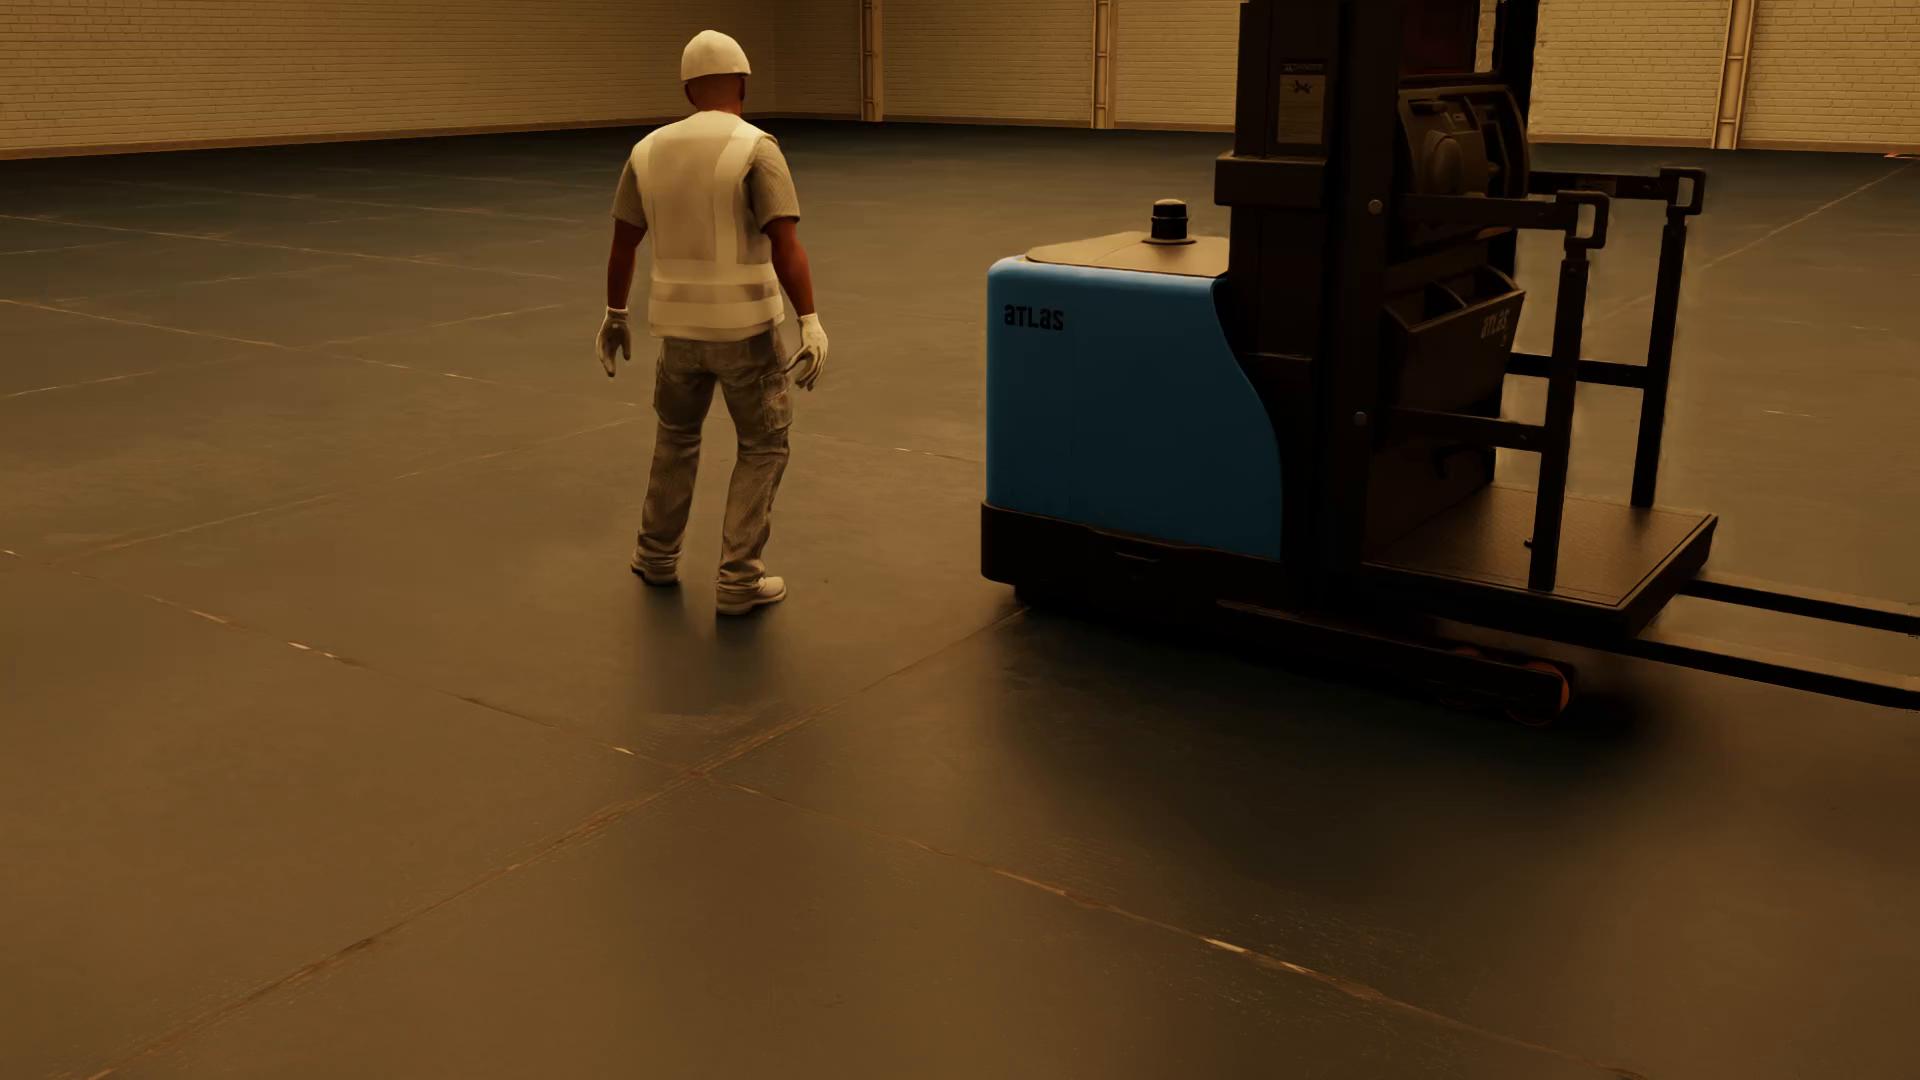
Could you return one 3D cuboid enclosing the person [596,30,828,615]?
[{"bbox_3d":[-0.746,-0.670,5.160,0.887,1.746,0.440,8,18,25],"label":"person"}]

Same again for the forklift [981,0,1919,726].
[{"bbox_3d":[1.562,-1.092,4.484,3.031,2.935,1.130,12,20,34],"label":"forklift"}]
